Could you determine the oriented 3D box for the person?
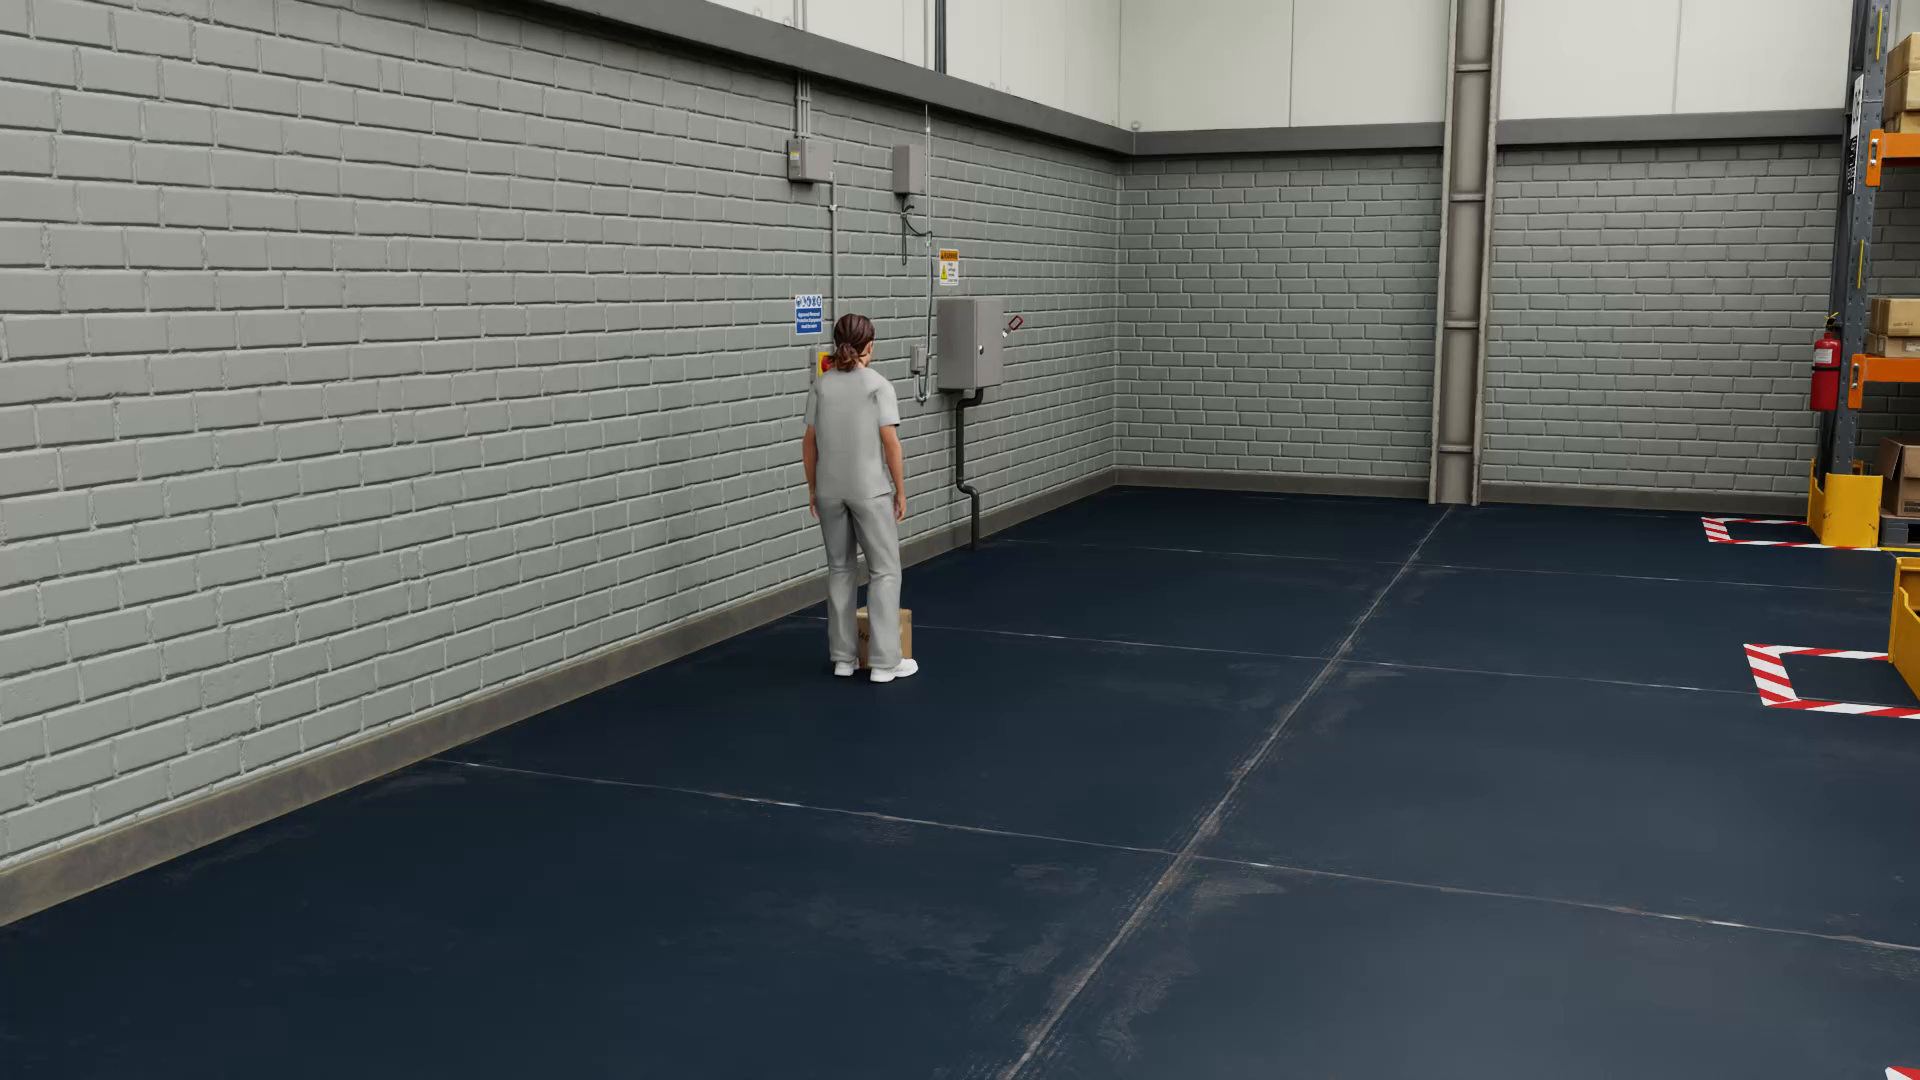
[{"bbox_3d":[-0.465,-0.198,7.647,0.494,1.672,0.415,3,9,19],"label":"person"}]
